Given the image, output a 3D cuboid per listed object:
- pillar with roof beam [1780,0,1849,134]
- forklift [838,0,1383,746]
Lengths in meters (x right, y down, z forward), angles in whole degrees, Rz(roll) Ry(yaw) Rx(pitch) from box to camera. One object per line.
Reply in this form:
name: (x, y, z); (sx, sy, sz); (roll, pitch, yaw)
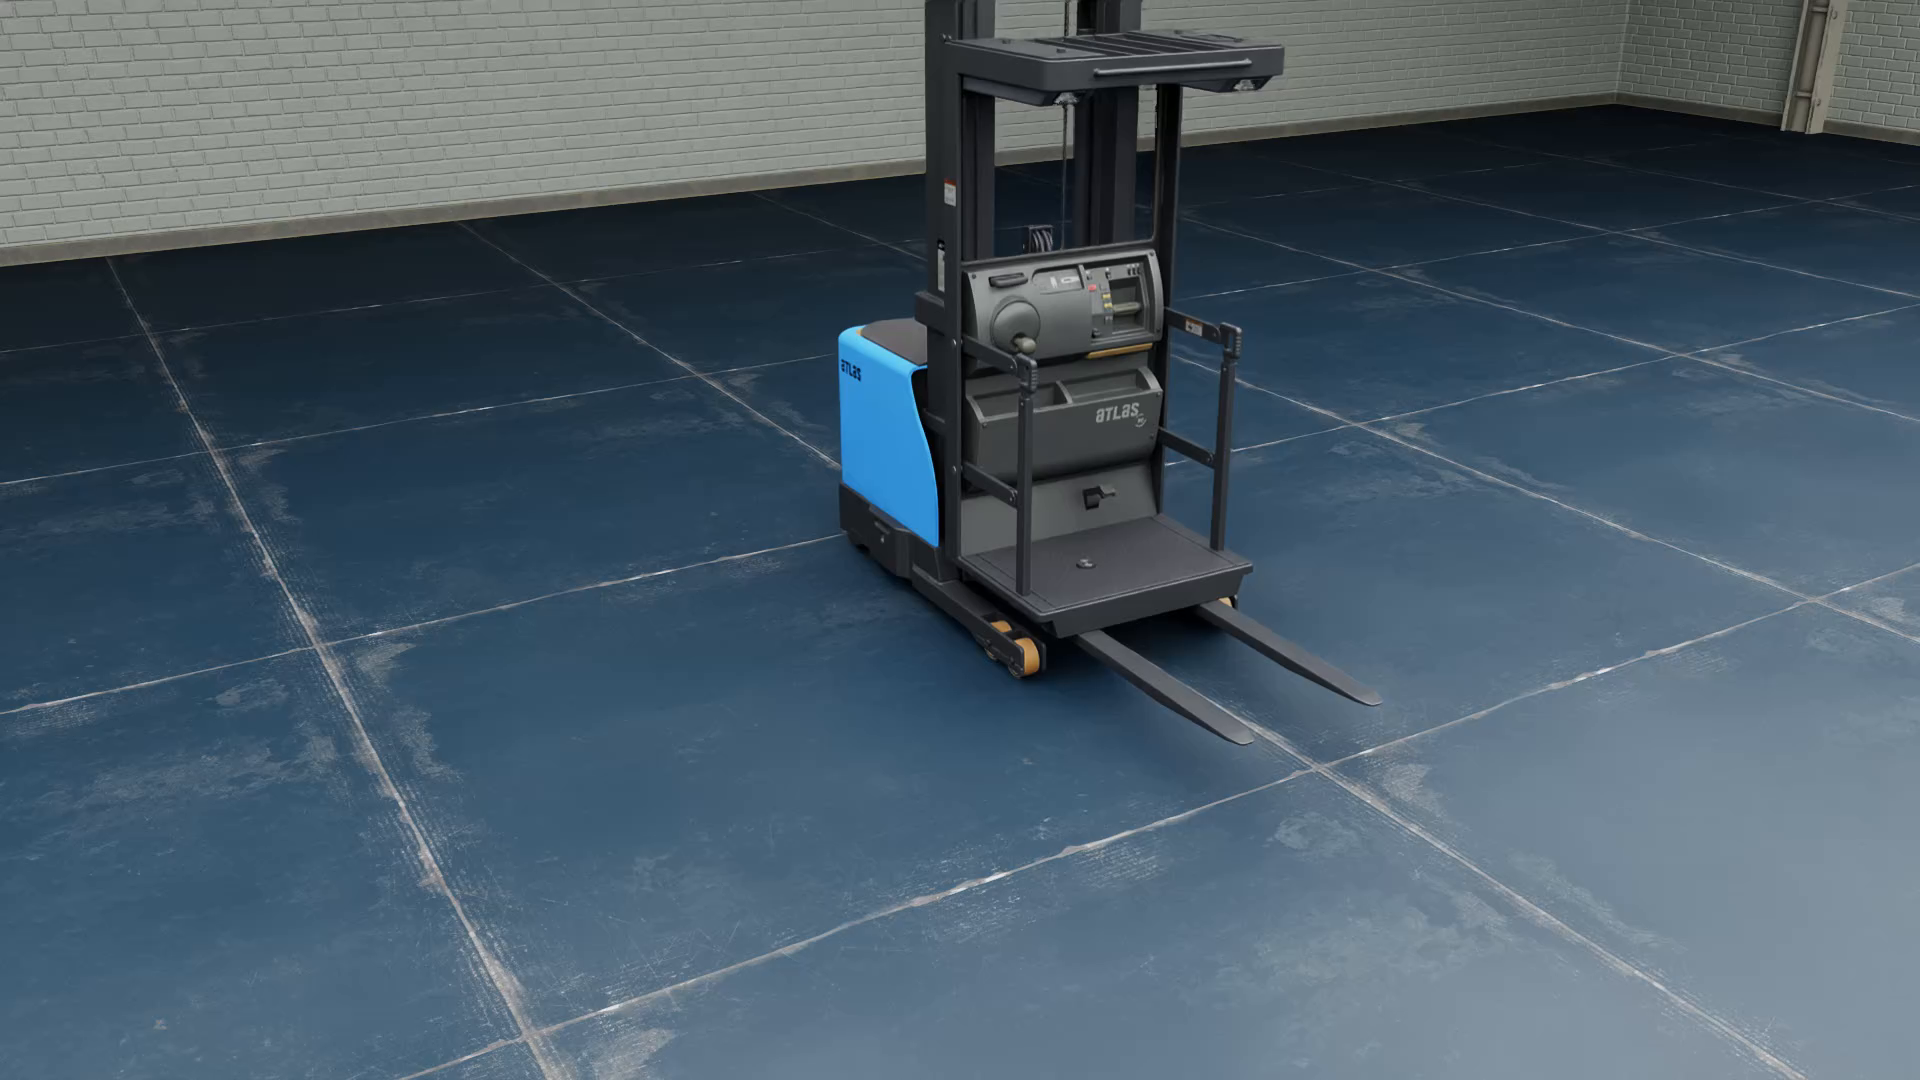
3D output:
pillar with roof beam: (6.948, -8.513, 17.305); (9.100, 9.000, 0.400); (-13, 25, -28)
forklift: (0.559, -0.981, 6.831); (1.130, 2.935, 3.031); (-12, 25, -27)
